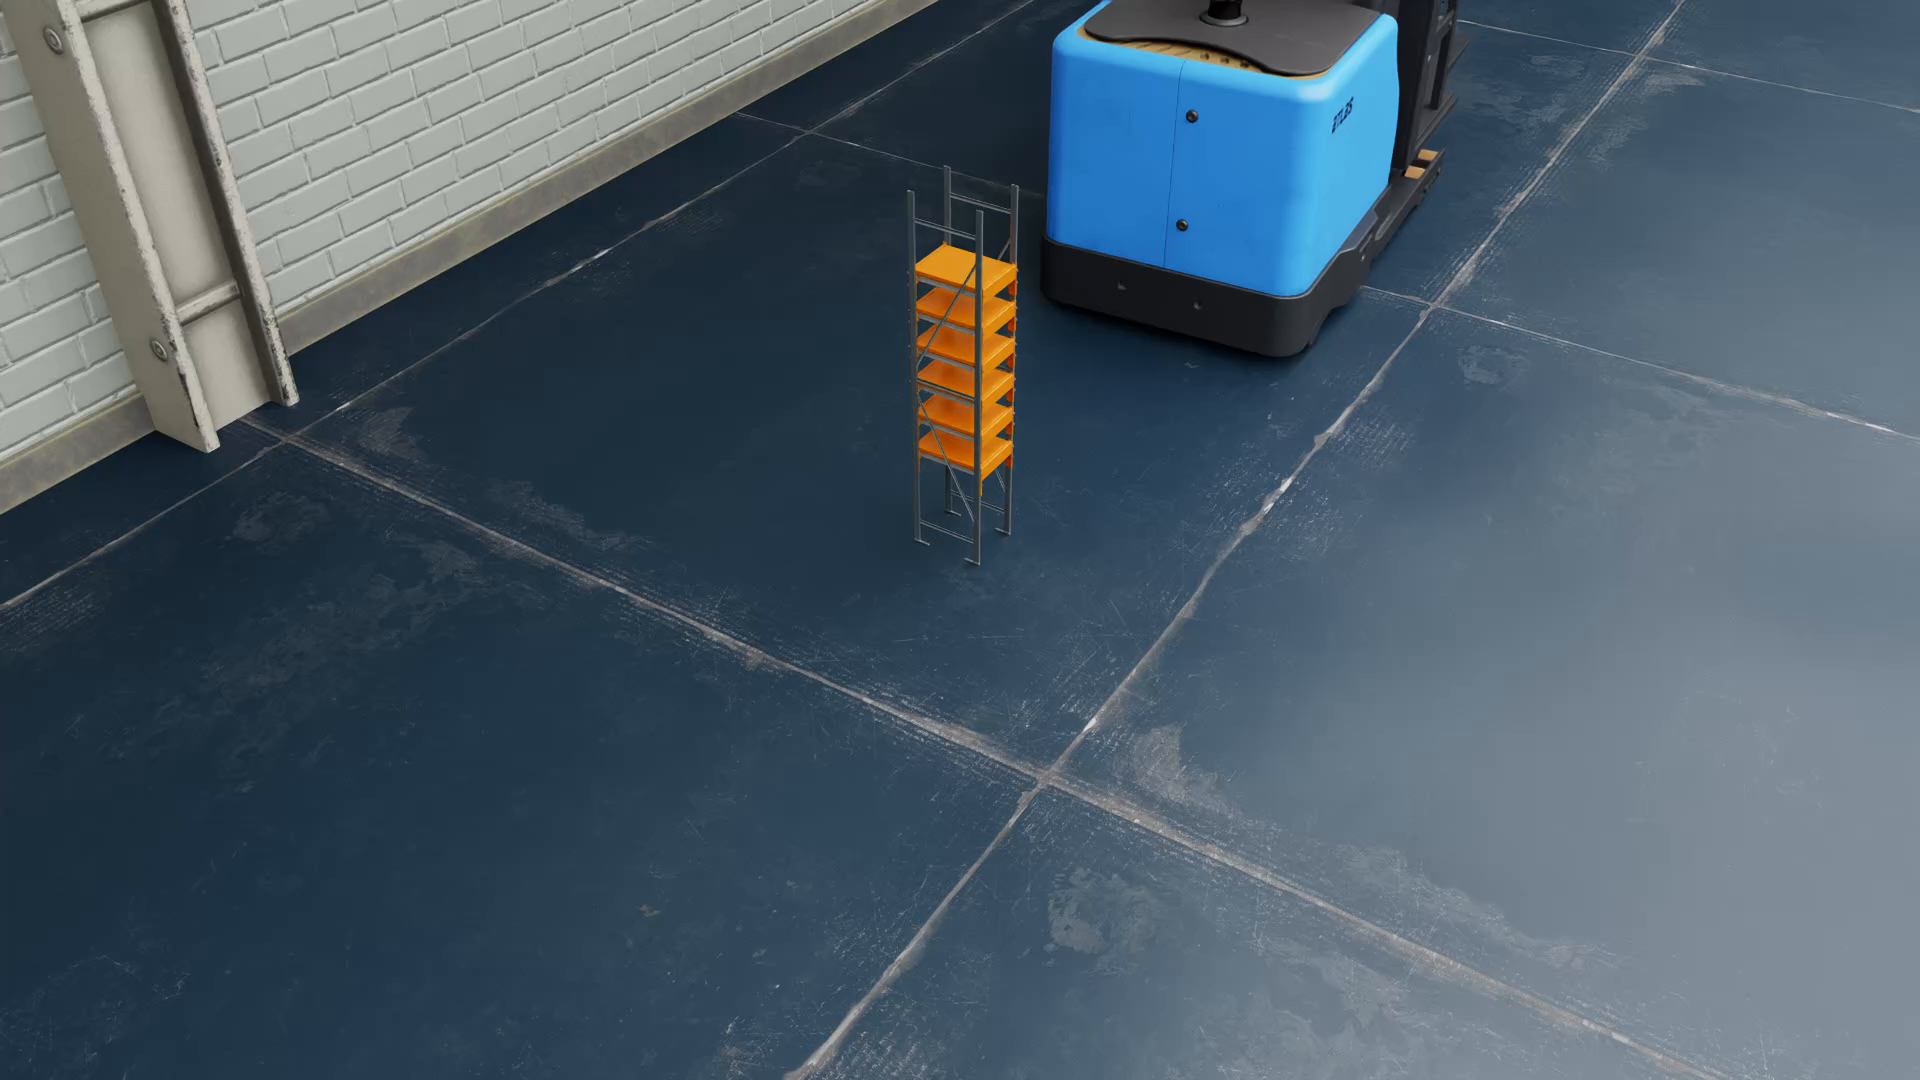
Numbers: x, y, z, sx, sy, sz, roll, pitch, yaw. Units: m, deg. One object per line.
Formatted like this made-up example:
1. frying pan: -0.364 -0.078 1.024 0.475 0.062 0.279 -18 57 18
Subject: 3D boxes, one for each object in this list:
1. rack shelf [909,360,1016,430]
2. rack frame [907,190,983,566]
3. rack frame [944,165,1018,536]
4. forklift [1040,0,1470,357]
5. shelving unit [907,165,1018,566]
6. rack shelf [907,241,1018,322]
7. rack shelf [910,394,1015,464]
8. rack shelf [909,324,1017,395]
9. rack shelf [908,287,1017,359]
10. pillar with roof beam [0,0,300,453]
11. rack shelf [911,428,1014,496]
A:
1. rack shelf: 0.008 -0.447 4.920 0.258 0.103 0.180 21 42 25
2. rack frame: -0.041 -0.435 4.832 0.240 1.200 0.006 21 42 25
3. rack frame: 0.057 -0.530 4.955 0.240 1.200 0.006 21 42 25
4. forklift: 1.449 -2.704 6.357 1.130 2.935 3.031 18 41 22
5. shelving unit: 0.008 -0.483 4.893 0.258 1.200 0.189 21 42 25
6. rack shelf: 0.008 -0.733 4.701 0.258 0.103 0.180 21 42 25
7. rack shelf: 0.008 -0.352 4.994 0.258 0.103 0.180 21 42 25
8. rack shelf: 0.008 -0.543 4.847 0.258 0.103 0.180 21 42 25
9. rack shelf: 0.008 -0.638 4.774 0.258 0.103 0.180 21 42 25
10. pillar with roof beam: 1.062 -2.601 1.254 9.100 9.000 0.400 21 42 25
11. rack shelf: 0.008 -0.257 5.067 0.258 0.103 0.180 21 42 25
